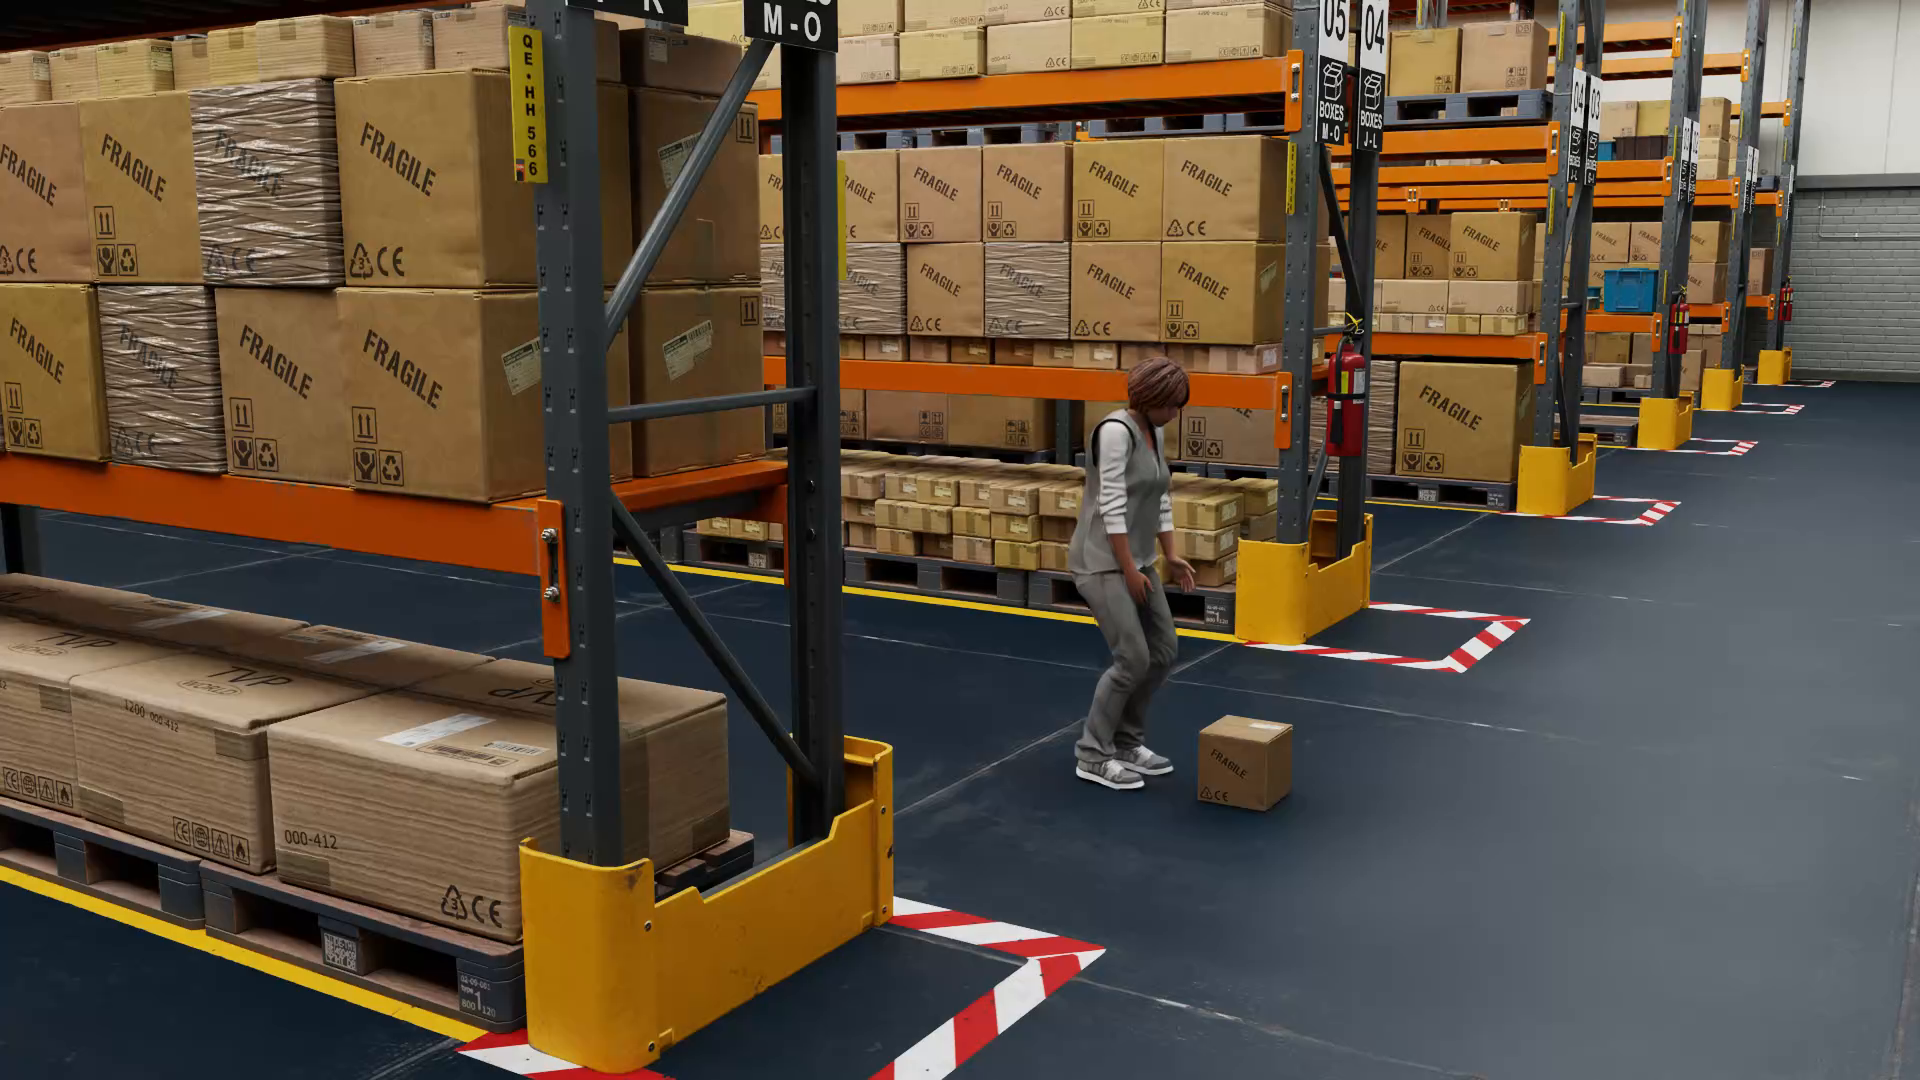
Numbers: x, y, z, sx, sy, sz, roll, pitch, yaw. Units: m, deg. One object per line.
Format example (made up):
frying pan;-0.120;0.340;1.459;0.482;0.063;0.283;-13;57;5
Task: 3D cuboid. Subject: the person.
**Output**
person;0.615;0.116;5.990;0.417;1.523;0.433;6;11;32
